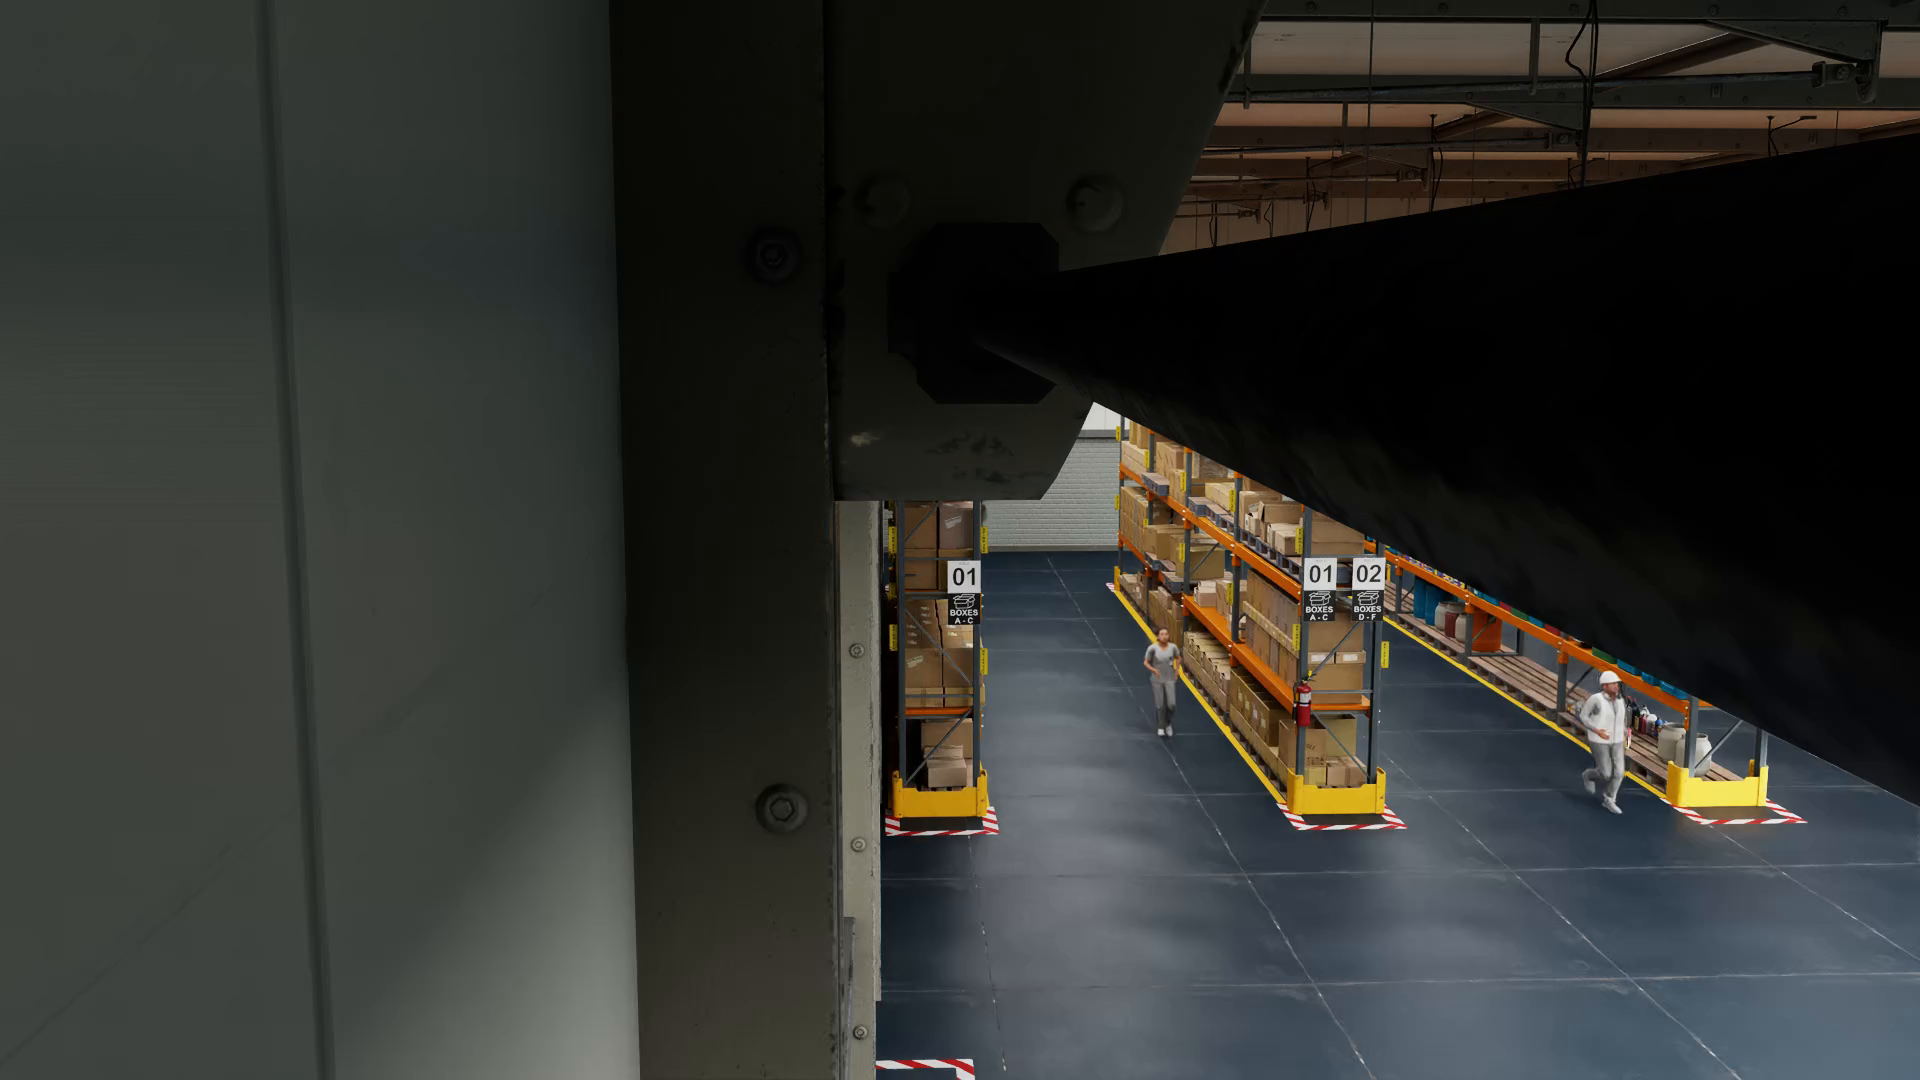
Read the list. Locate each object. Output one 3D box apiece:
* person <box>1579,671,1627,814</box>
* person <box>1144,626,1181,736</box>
[{"bbox_3d":[8.078,2.499,20.833,0.696,1.754,0.661,-2,8,-12],"label":"person"},{"bbox_3d":[2.940,2.055,24.085,0.565,1.635,0.608,0,8,0],"label":"person"}]
